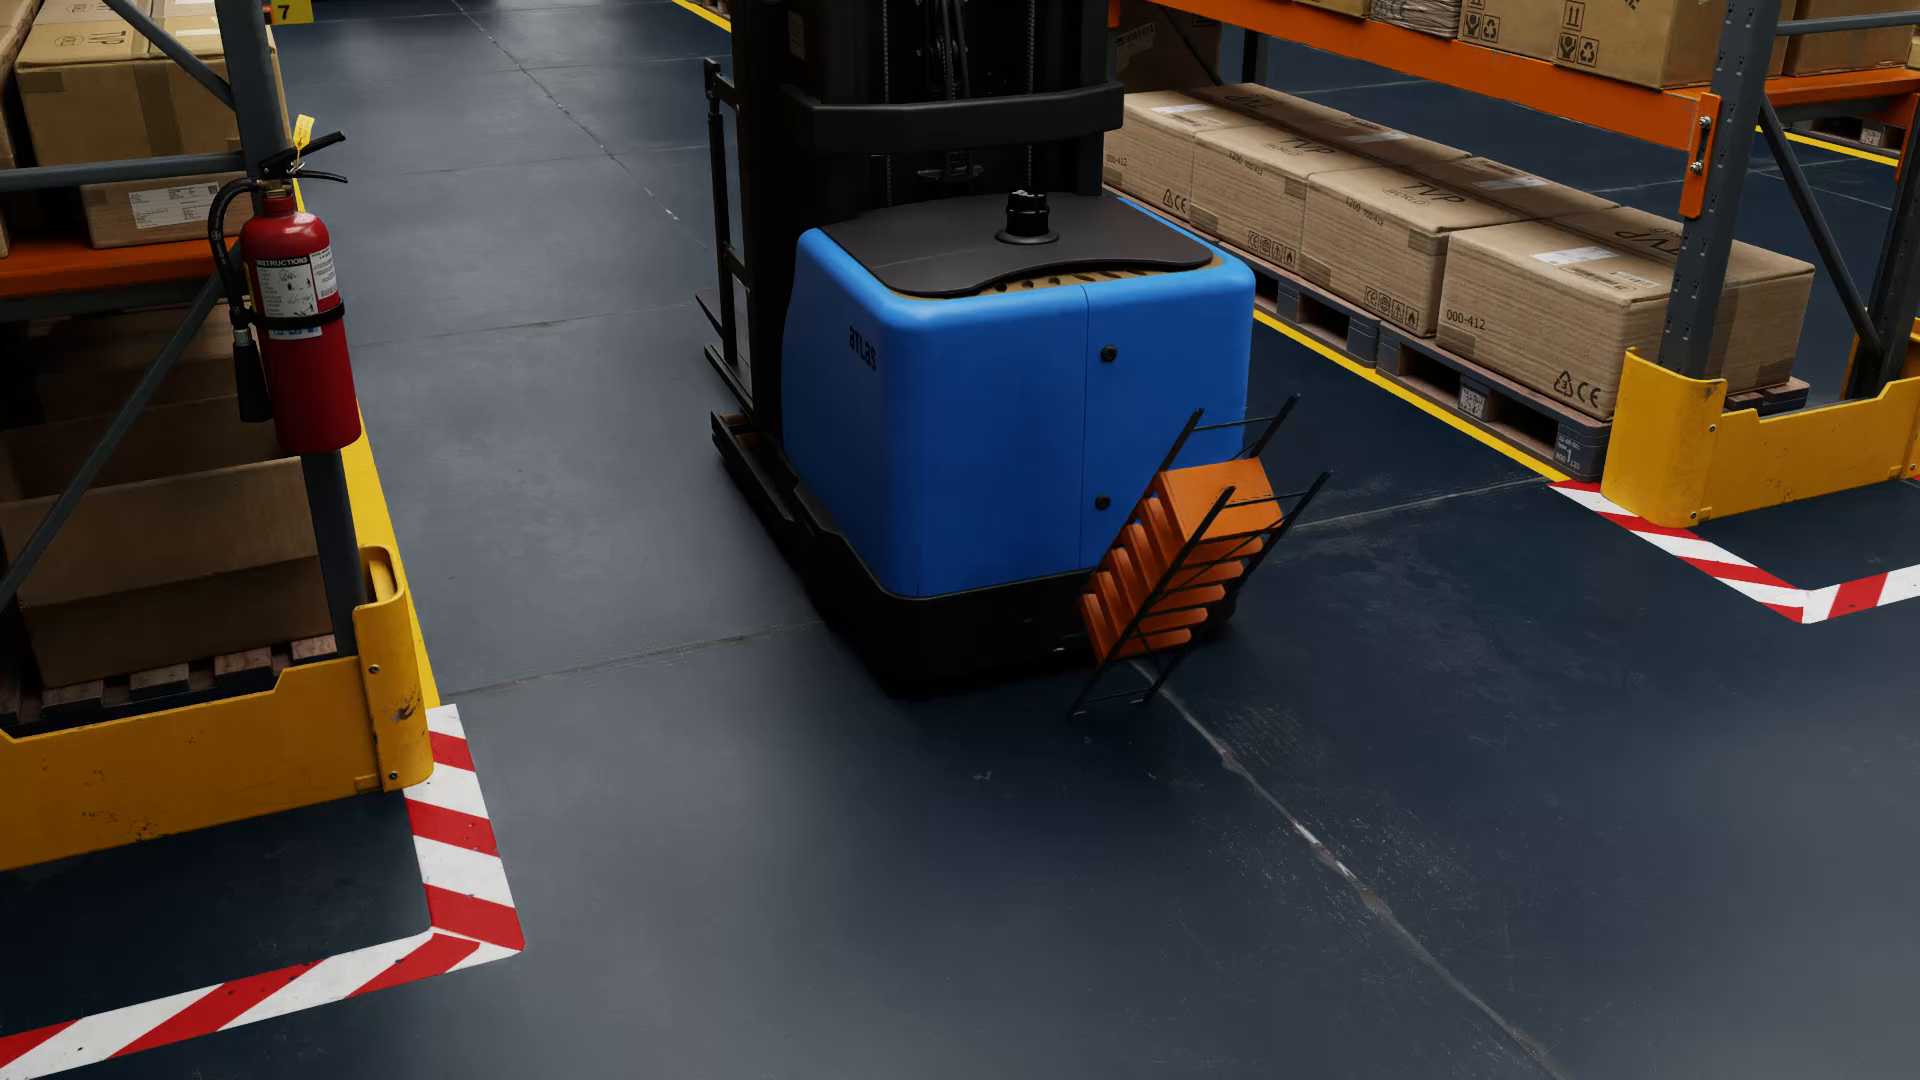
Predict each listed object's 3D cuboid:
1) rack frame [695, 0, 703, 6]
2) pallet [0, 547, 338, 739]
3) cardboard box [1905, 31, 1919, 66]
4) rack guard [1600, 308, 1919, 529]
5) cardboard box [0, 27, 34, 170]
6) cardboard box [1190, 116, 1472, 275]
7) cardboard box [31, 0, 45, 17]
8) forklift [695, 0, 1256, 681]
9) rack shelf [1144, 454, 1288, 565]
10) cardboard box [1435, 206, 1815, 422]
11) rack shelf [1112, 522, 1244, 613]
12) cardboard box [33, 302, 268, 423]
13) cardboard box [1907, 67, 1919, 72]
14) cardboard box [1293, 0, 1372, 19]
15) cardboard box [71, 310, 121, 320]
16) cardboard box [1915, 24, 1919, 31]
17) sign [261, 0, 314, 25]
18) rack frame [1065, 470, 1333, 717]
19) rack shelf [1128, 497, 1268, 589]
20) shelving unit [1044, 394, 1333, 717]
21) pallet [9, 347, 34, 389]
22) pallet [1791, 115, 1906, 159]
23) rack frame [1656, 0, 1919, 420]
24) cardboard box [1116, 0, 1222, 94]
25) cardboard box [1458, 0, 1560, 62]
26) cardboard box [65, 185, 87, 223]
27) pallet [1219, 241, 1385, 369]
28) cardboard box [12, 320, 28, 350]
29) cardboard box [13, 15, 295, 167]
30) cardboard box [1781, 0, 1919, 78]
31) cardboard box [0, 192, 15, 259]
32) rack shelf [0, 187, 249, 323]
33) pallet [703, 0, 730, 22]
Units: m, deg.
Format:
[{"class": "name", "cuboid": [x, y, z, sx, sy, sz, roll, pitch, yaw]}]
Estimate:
[{"class": "rack frame", "cuboid": [-1.982, -6.398, 14.936, 1.000, 3.000, 0.127, -11, 28, -21]}, {"class": "pallet", "cuboid": [-2.191, 0.201, 4.597, 1.003, 0.211, 1.213, -11, 28, -21]}, {"class": "cardboard box", "cuboid": [5.664, -2.939, 9.943, 0.380, 0.149, 0.250, -9, 27, -18]}, {"class": "rack guard", "cuboid": [2.727, -0.421, 5.542, 1.175, 0.500, 0.348, -11, 28, -21]}, {"class": "cardboard box", "cuboid": [-2.273, -0.906, 3.518, 0.500, 0.250, 0.500, -10, 28, -19]}, {"class": "cardboard box", "cuboid": [1.649, -1.573, 7.494, 0.875, 0.438, 0.875, -11, 28, -22]}, {"class": "cardboard box", "cuboid": [-2.663, -1.315, 4.356, 0.500, 0.250, 0.500, -10, 28, -19]}, {"class": "forklift", "cuboid": [-0.225, -1.574, 5.133, 1.130, 2.935, 3.031, -10, 28, -19]}, {"class": "rack shelf", "cuboid": [0.553, -0.068, 3.591, 0.258, 0.103, 0.180, -9, 65, -18]}, {"class": "cardboard box", "cuboid": [2.367, -0.841, 5.994, 0.875, 0.438, 0.875, -12, 28, -22]}, {"class": "rack shelf", "cuboid": [0.502, 0.044, 3.798, 0.258, 0.103, 0.180, -9, 65, -18]}, {"class": "cardboard box", "cuboid": [-2.300, -0.380, 4.980, 0.700, 0.500, 0.500, -9, 28, -18]}, {"class": "cardboard box", "cuboid": [5.824, -2.721, 9.836, 0.380, 0.149, 0.250, -11, 28, -21]}, {"class": "cardboard box", "cuboid": [1.678, -2.365, 6.562, 0.500, 0.500, 0.500, -10, 28, -19]}, {"class": "cardboard box", "cuboid": [-2.706, -0.799, 5.838, 0.700, 0.500, 0.500, -12, 28, -23]}, {"class": "cardboard box", "cuboid": [6.045, -3.136, 10.347, 0.380, 0.149, 0.250, -10, 28, -19]}, {"class": "sign", "cuboid": [-1.349, -1.182, 3.265, 0.100, 0.325, 0.005, -11, 28, -21]}, {"class": "rack frame", "cuboid": [0.512, 0.159, 3.826, 0.240, 1.200, 0.006, -9, 65, -18]}, {"class": "rack shelf", "cuboid": [0.527, -0.012, 3.695, 0.258, 0.103, 0.180, -9, 65, -18]}, {"class": "shelving unit", "cuboid": [0.486, 0.079, 3.863, 0.258, 1.200, 0.189, -9, 65, -18]}, {"class": "pallet", "cuboid": [-3.147, -0.784, 6.615, 1.003, 0.211, 1.213, -11, 28, -21]}, {"class": "pallet", "cuboid": [5.962, -2.542, 10.216, 1.003, 0.211, 1.213, -11, 28, -21]}, {"class": "rack frame", "cuboid": [2.717, -1.554, 5.014, 1.000, 3.000, 0.127, -11, 28, -21]}, {"class": "cardboard box", "cuboid": [0.835, -2.639, 9.180, 0.875, 0.875, 0.875, -10, 28, -19]}, {"class": "cardboard box", "cuboid": [2.102, -1.953, 5.718, 0.500, 0.500, 0.500, -11, 28, -22]}, {"class": "cardboard box", "cuboid": [-1.867, -0.861, 3.881, 0.380, 0.149, 0.250, -10, 28, -19]}, {"class": "pallet", "cuboid": [1.858, -1.102, 7.266, 1.003, 0.211, 1.213, -11, 28, -21]}, {"class": "cardboard box", "cuboid": [-3.374, -0.987, 6.440, 0.500, 0.311, 0.500, -10, 28, -19]}, {"class": "cardboard box", "cuboid": [-1.778, -0.995, 3.701, 0.500, 0.250, 0.500, -10, 28, -20]}, {"class": "cardboard box", "cuboid": [2.794, -1.842, 5.490, 0.500, 0.500, 0.500, -11, 28, -21]}, {"class": "cardboard box", "cuboid": [-2.225, -0.674, 3.499, 0.380, 0.149, 0.250, -11, 28, -21]}, {"class": "rack shelf", "cuboid": [-2.632, -1.184, 5.075, 1.077, 0.370, 4.000, -11, 28, -21]}, {"class": "pallet", "cuboid": [-1.676, -4.831, 14.904, 1.003, 0.211, 1.213, -11, 28, -21]}]
